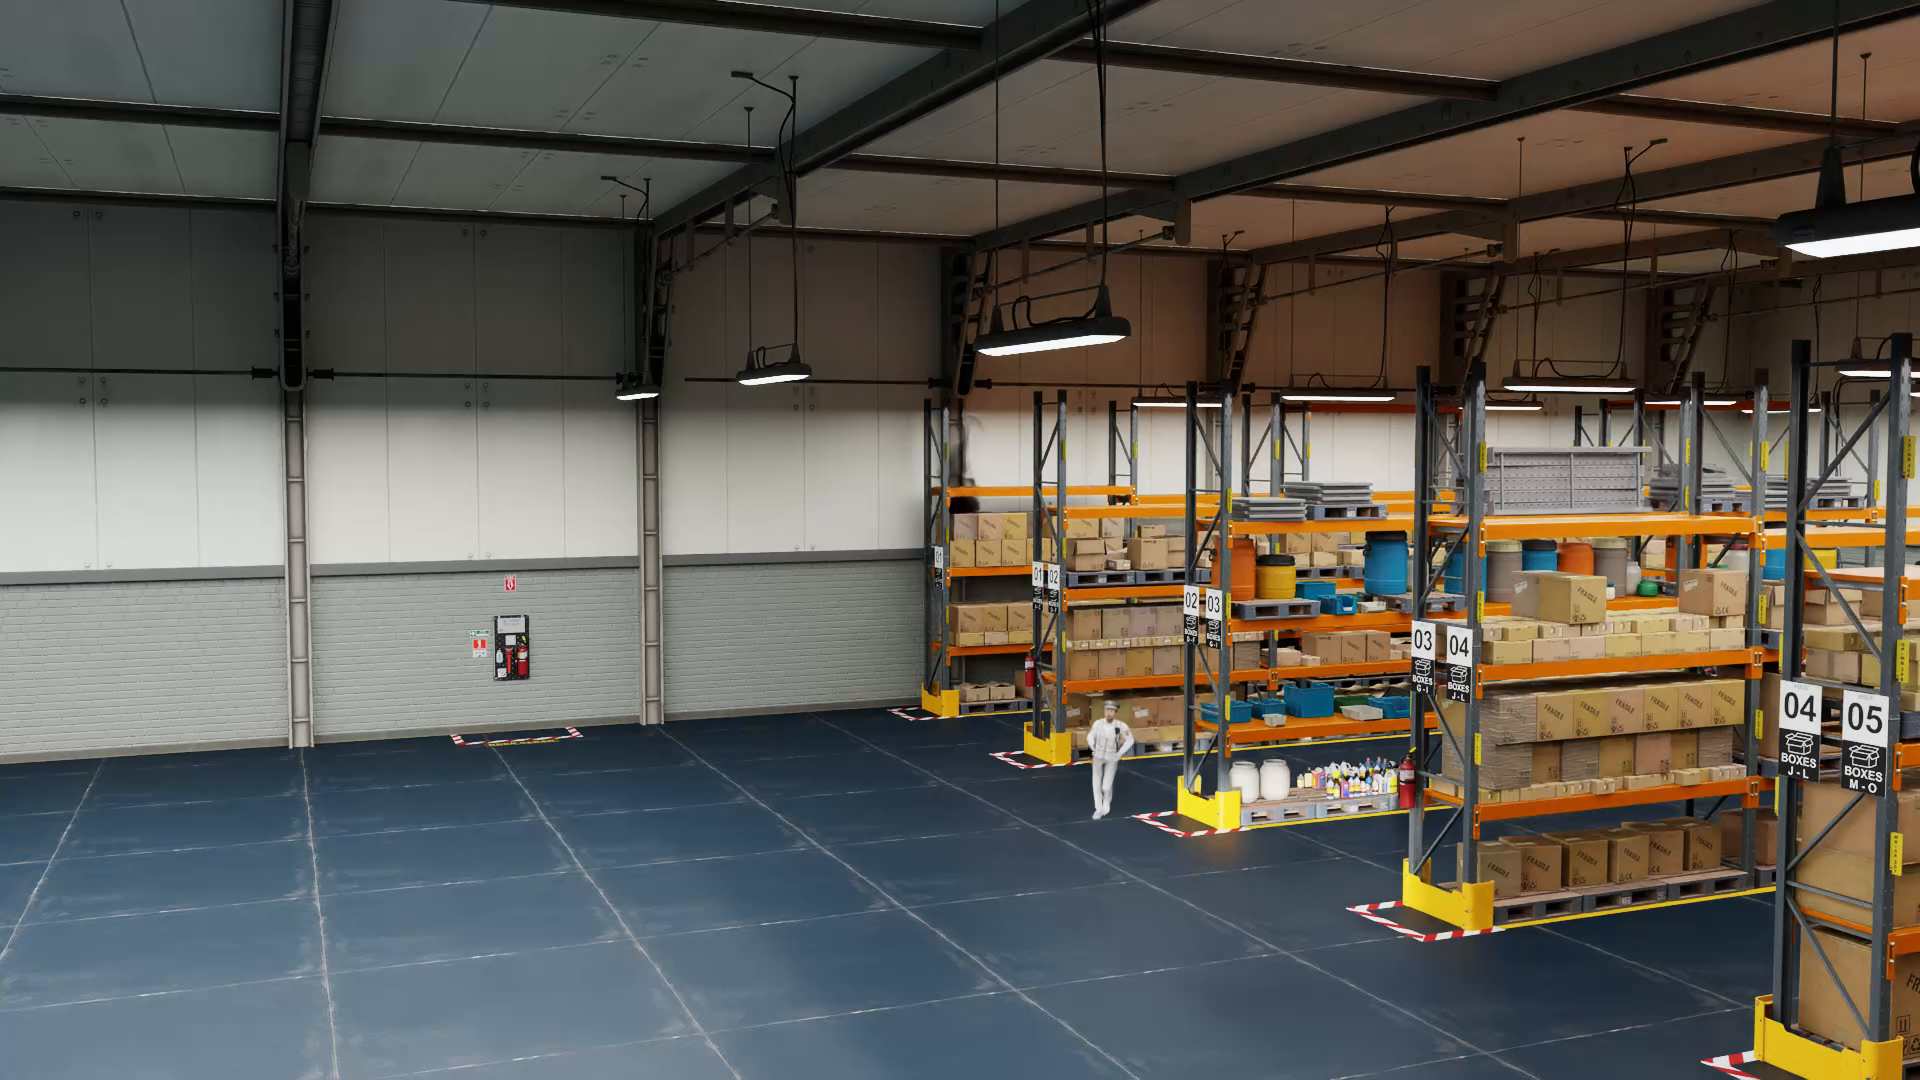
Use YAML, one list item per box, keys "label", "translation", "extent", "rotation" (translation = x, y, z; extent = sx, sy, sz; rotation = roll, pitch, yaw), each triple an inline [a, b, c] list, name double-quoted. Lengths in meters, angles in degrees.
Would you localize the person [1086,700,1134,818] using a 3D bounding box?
- label: "person"
  translation: [2.015, 3.010, 22.712]
  extent: [0.632, 1.634, 0.556]
  rotation: [1, 4, 20]
